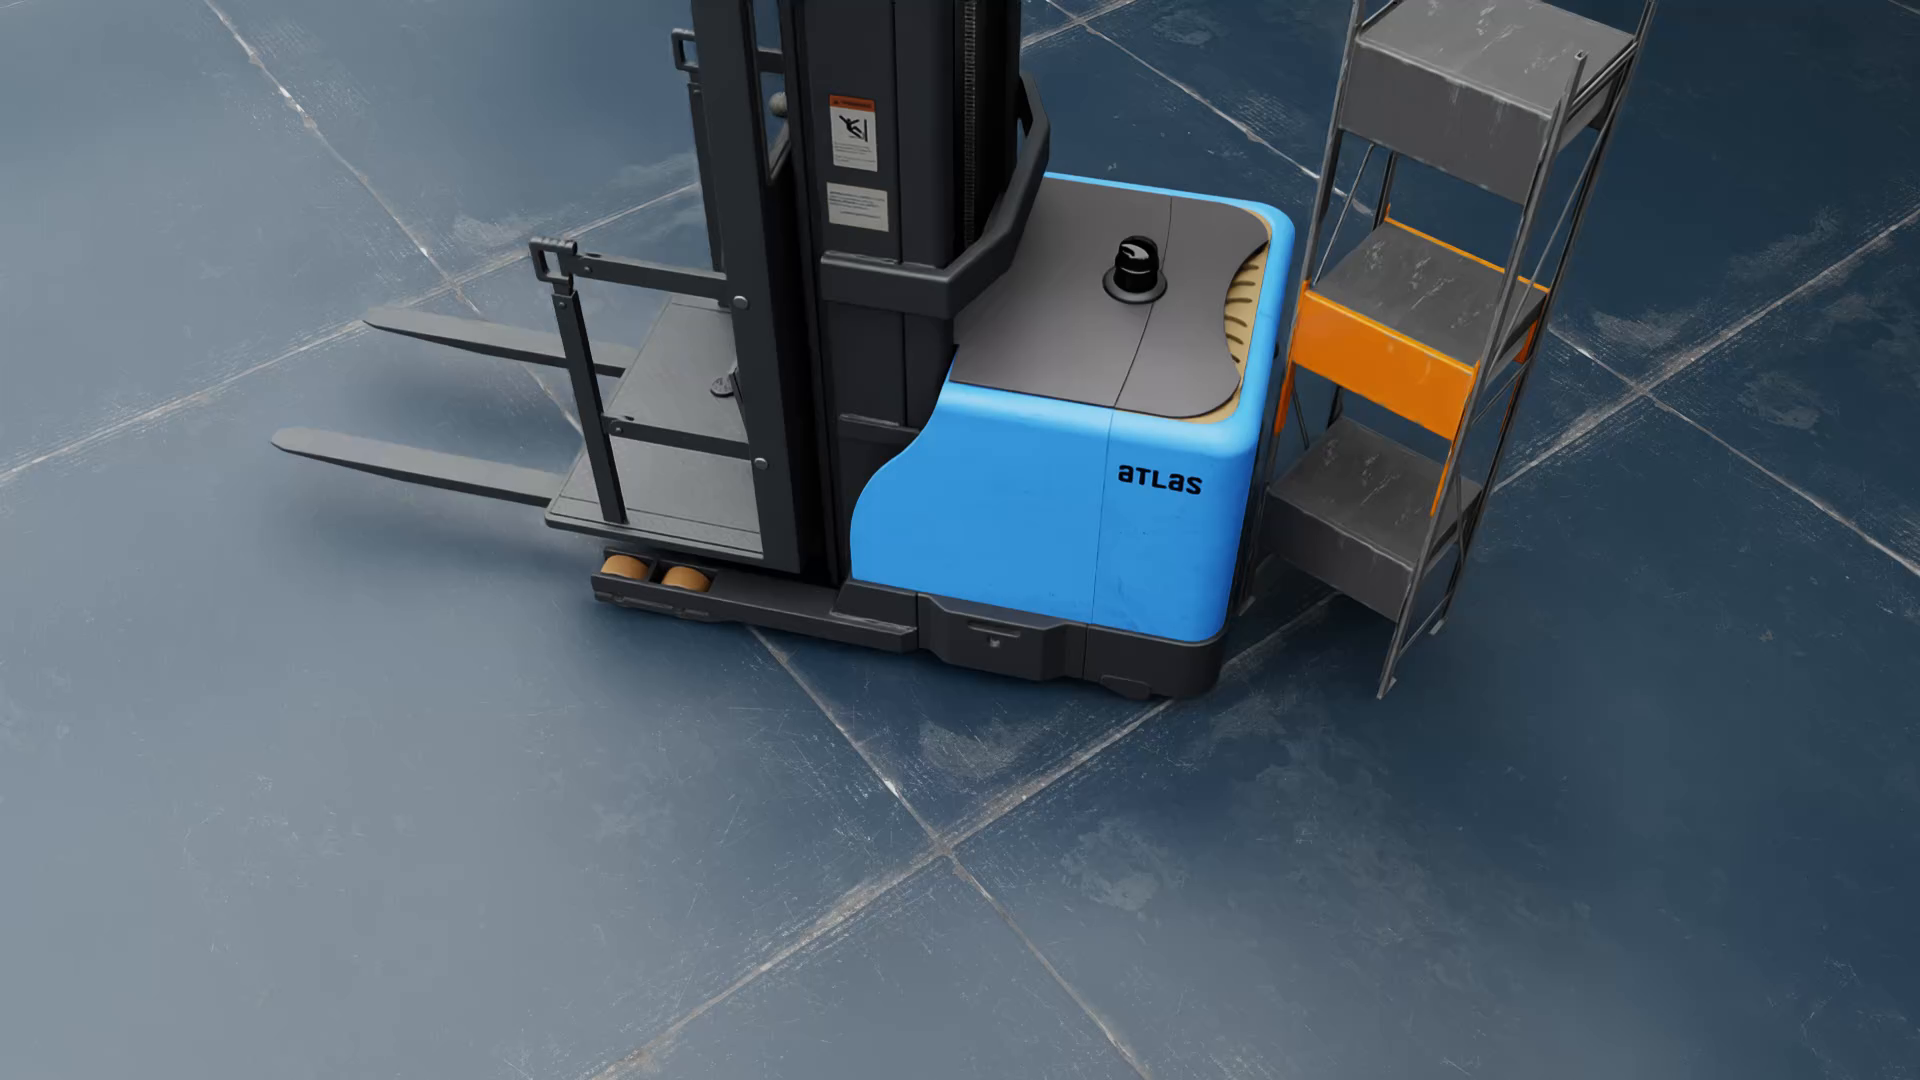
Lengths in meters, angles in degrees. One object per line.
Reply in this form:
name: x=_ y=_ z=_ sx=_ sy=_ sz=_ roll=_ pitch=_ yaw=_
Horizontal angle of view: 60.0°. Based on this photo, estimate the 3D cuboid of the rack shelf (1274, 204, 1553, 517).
rack shelf: x=1.156 y=-0.463 z=4.271 sx=0.480 sy=0.518 sz=0.431 roll=32 pitch=55 yaw=25

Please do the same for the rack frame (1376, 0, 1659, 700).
rack frame: x=1.344 y=-0.357 z=4.156 sx=0.015 sy=2.100 sz=0.400 roll=32 pitch=55 yaw=25

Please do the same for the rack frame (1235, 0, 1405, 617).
rack frame: x=0.969 y=-0.588 z=4.366 sx=0.015 sy=2.100 sz=0.400 roll=32 pitch=55 yaw=25

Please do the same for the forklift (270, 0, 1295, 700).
forklift: x=-0.623 y=-1.114 z=4.281 sx=3.031 sy=2.935 sz=1.130 roll=10 pitch=49 yaw=9

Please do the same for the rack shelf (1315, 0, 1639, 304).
rack shelf: x=1.156 y=-0.933 z=3.752 sx=0.480 sy=0.518 sz=0.431 roll=32 pitch=55 yaw=25

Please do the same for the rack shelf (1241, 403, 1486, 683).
rack shelf: x=1.156 y=0.007 z=4.790 sx=0.480 sy=0.518 sz=0.431 roll=32 pitch=55 yaw=25

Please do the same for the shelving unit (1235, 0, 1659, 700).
shelving unit: x=1.156 y=-0.472 z=4.261 sx=0.503 sy=2.100 sz=0.431 roll=32 pitch=55 yaw=25
